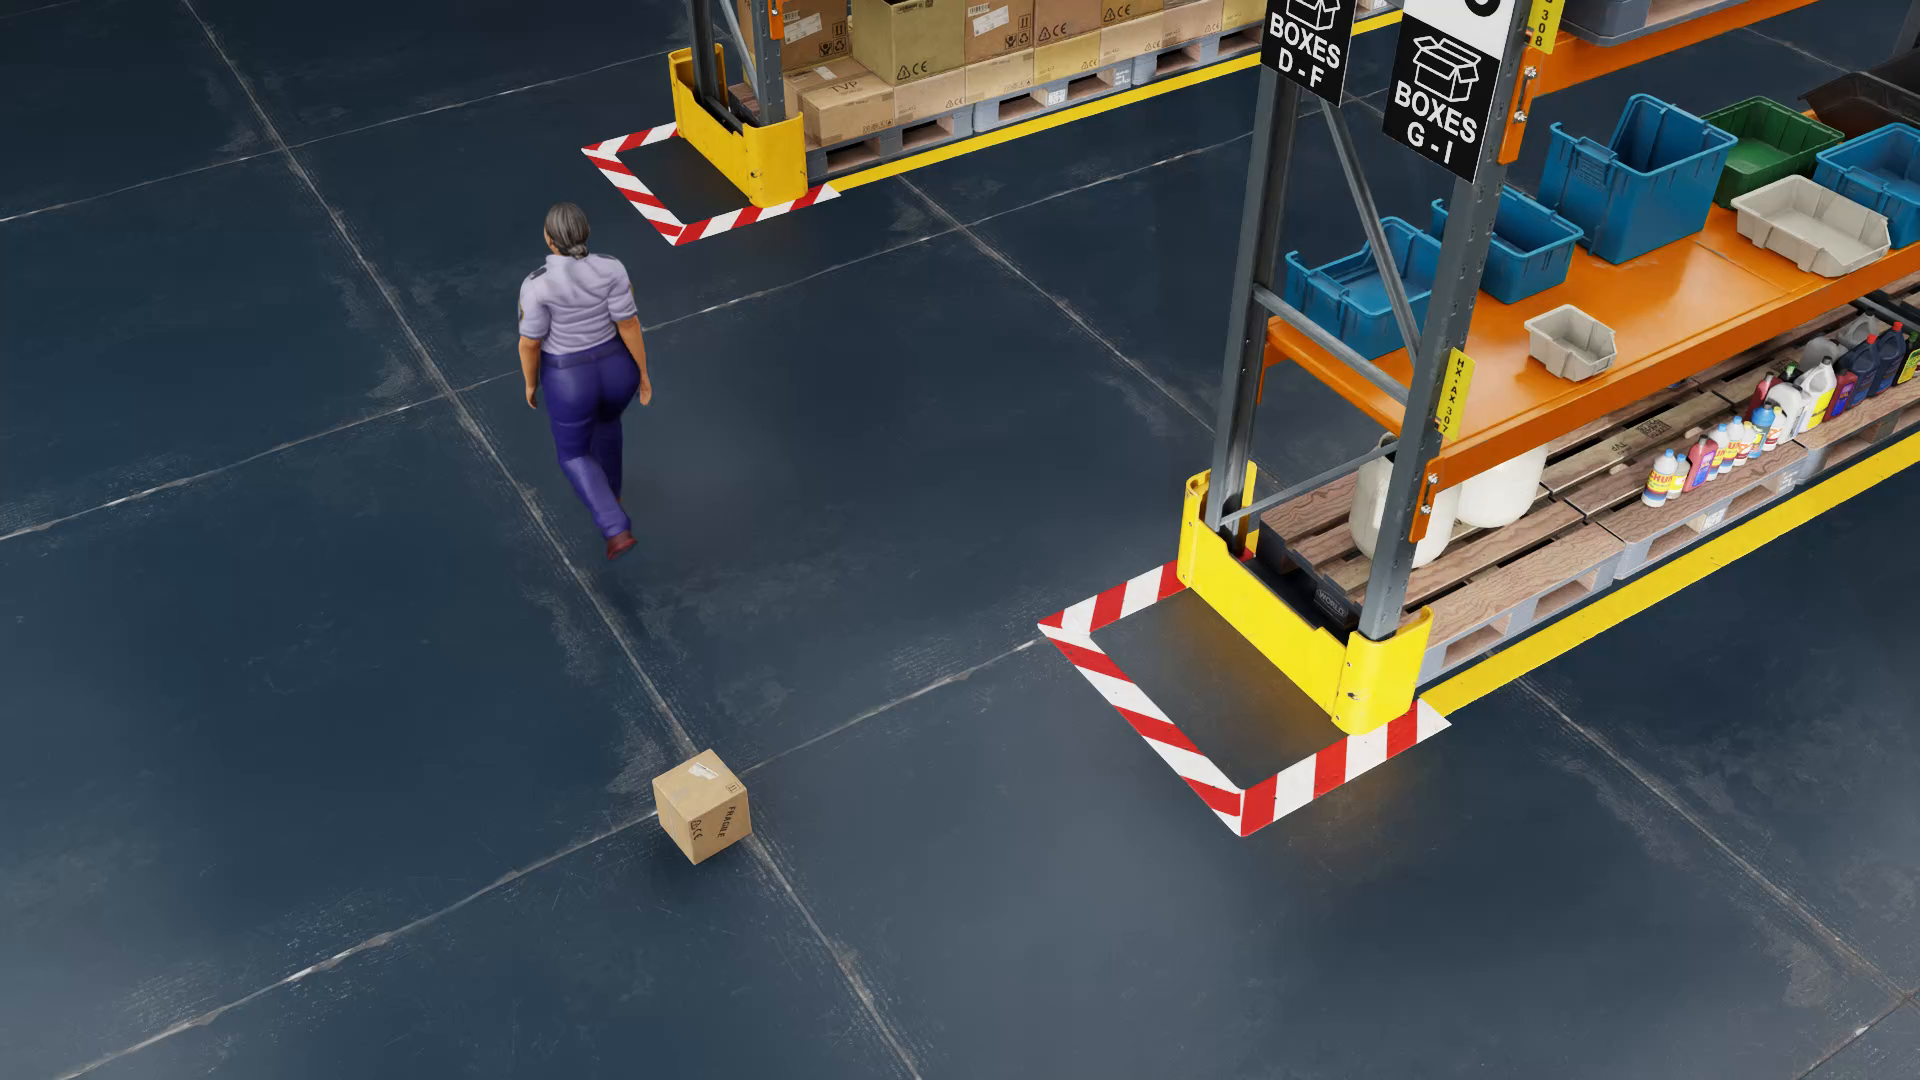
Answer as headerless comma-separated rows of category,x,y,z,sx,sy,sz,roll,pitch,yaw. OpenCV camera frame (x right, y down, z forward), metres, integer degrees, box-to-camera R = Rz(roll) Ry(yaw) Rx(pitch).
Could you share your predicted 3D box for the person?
person,-1.544,-0.664,6.921,0.492,1.605,0.837,-22,45,-23
